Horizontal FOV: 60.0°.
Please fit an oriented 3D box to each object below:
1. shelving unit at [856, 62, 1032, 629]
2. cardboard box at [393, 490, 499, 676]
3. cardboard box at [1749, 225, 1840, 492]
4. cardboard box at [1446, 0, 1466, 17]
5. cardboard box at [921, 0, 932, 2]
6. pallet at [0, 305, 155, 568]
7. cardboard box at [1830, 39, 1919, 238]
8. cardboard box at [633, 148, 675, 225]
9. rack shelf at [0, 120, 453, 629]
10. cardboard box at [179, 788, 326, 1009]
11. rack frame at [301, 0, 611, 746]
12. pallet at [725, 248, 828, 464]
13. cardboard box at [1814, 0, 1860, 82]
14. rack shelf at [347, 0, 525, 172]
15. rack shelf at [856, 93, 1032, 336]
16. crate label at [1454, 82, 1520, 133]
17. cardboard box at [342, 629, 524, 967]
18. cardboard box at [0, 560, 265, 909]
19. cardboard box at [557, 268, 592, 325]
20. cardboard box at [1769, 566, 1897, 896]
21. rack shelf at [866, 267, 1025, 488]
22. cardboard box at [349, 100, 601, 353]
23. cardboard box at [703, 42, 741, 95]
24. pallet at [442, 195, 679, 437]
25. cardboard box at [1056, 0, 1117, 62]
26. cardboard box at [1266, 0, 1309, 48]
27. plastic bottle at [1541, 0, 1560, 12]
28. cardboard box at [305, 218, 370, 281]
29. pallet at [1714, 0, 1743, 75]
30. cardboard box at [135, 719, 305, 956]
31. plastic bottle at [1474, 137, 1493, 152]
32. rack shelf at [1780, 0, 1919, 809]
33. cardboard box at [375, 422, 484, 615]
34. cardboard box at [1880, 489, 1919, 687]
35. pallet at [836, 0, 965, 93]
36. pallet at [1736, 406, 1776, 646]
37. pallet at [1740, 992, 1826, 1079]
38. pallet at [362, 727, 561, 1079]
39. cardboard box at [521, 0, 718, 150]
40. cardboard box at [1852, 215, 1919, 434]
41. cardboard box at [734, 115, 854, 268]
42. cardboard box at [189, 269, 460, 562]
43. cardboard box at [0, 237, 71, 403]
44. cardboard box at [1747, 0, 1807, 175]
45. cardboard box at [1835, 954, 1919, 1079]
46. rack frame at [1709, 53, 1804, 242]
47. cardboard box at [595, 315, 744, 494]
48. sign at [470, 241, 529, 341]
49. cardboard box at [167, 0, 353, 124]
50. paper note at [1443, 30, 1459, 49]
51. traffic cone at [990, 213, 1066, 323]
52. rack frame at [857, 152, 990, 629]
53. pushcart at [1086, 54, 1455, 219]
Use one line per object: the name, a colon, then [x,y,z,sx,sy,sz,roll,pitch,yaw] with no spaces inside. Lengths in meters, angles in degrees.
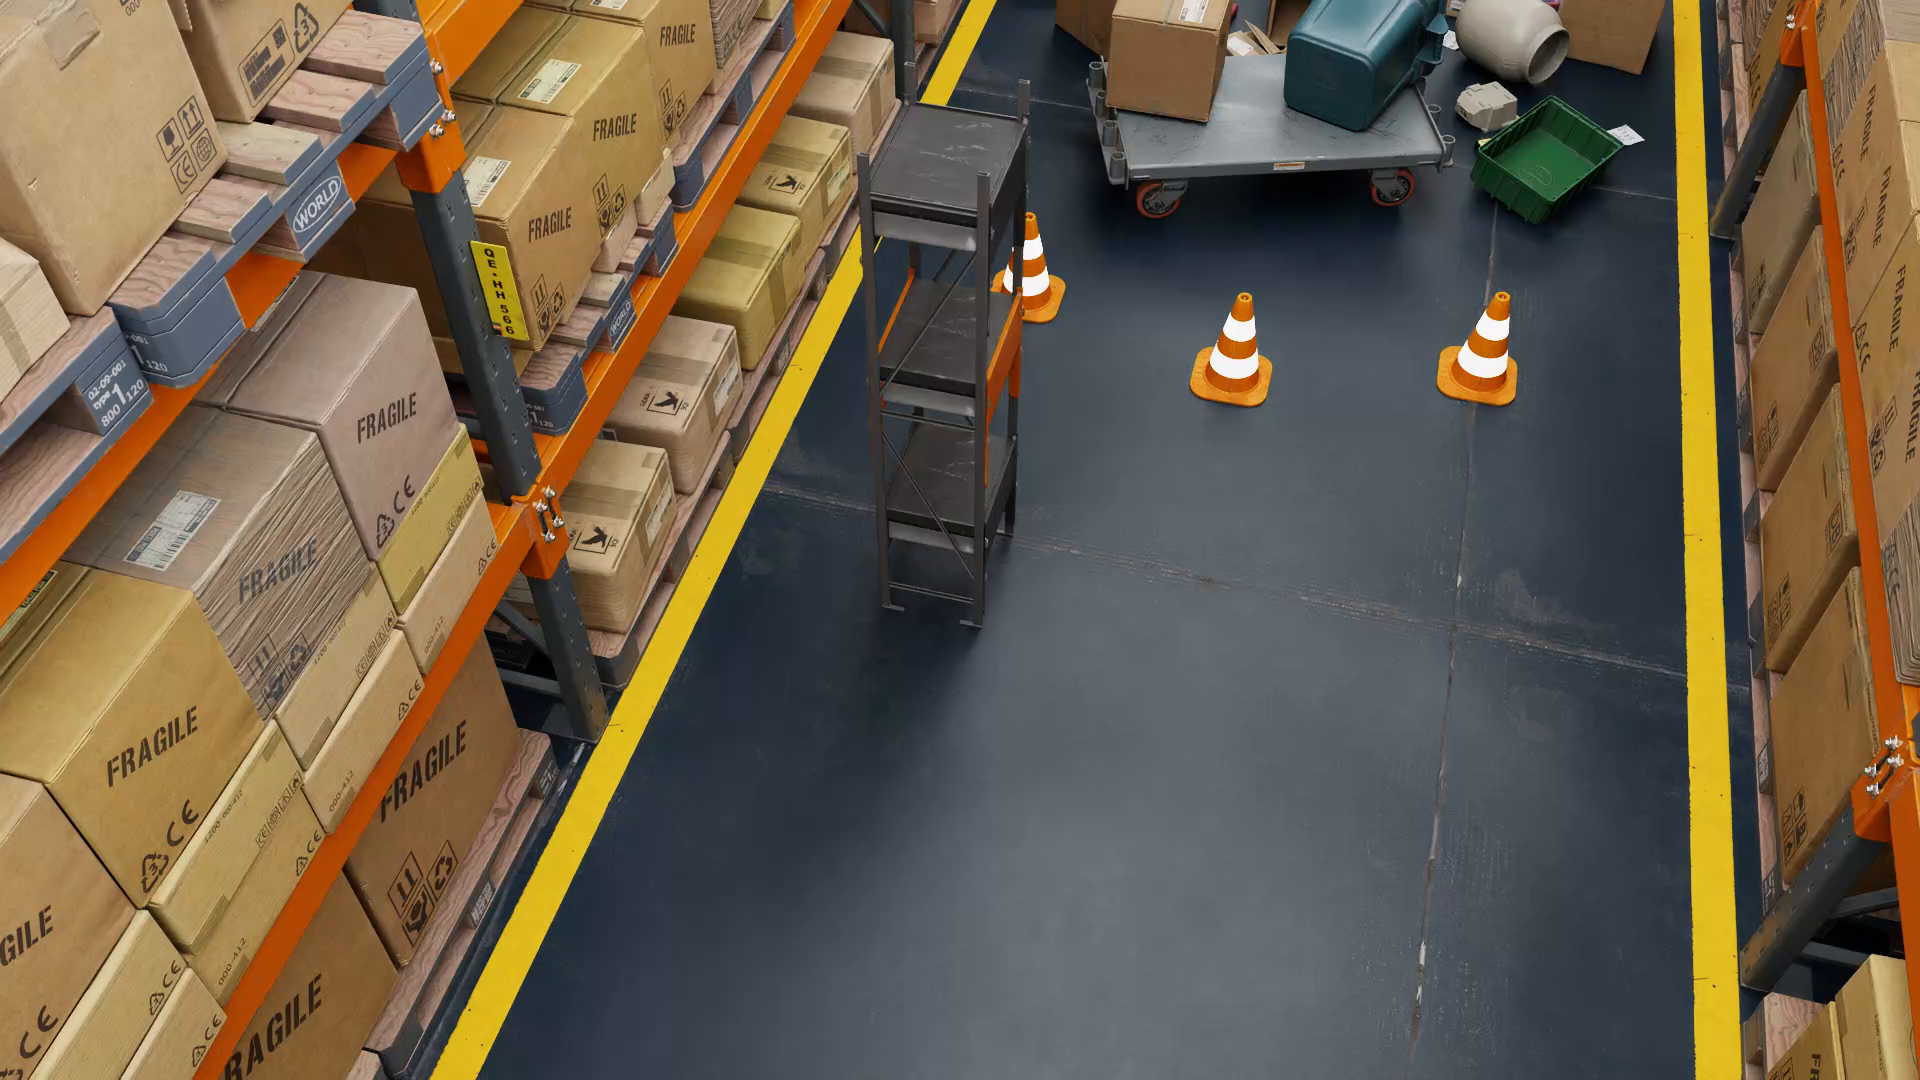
shelving unit: [-0.044,-0.575,5.776,0.431,2.100,0.503,12,50,10]
cardboard box: [-1.659,0.074,4.703,0.500,0.250,0.500,10,49,9]
cardboard box: [3.744,-0.613,6.429,1.050,0.750,0.750,12,50,10]
cardboard box: [2.754,-3.084,9.214,0.396,0.266,0.258,19,51,16]
cardboard box: [-0.308,-3.136,8.490,0.500,0.500,0.500,14,50,12]
pallet: [-2.186,-0.037,2.826,1.003,0.211,1.213,14,50,12]
cardboard box: [3.414,-1.361,5.803,0.500,0.500,0.500,11,50,10]
cardboard box: [-1.196,-1.228,5.640,0.380,0.149,0.250,12,50,10]
rack shelf: [-2.303,0.300,2.883,1.077,0.370,4.000,12,50,10]
cardboard box: [-1.926,0.808,4.055,0.500,0.250,0.500,11,50,10]
rack frame: [-1.776,-0.392,5.014,1.000,3.000,0.127,12,50,10]
pallet: [-1.246,-0.914,7.335,1.003,0.211,1.213,12,50,10]
cardboard box: [3.681,-2.088,6.444,0.500,0.500,0.500,12,50,10]
rack shelf: [-1.250,-2.594,5.436,1.077,0.370,4.000,12,50,10]
rack shelf: [-0.044,-1.029,5.261,0.431,0.518,0.480,12,50,10]
crate label: [2.709,-2.235,8.550,0.298,0.136,0.250,-19,51,-16]
cardboard box: [-2.038,0.655,5.227,0.875,0.875,0.875,11,50,10]
cardboard box: [-1.924,0.400,3.582,0.500,0.500,0.500,12,50,10]
cardboard box: [-1.405,-0.844,5.301,0.380,0.149,0.250,9,49,8]
cardboard box: [3.273,0.694,5.276,1.050,0.750,0.750,11,49,10]
rack shelf: [-0.044,-0.566,5.786,0.431,0.518,0.480,12,50,10]
cardboard box: [-1.435,-0.943,4.955,0.500,0.500,0.500,10,49,9]
cardboard box: [-1.039,-1.806,6.150,0.380,0.149,0.250,13,50,11]
pallet: [-1.691,-0.865,5.560,1.213,0.211,1.003,12,50,10]
cardboard box: [0.871,-2.966,8.951,0.500,0.500,0.500,-27,54,-22]
cardboard box: [2.071,-2.950,8.846,0.797,0.637,0.503,12,50,10]
plastic bottle: [3.180,-2.993,9.269,0.283,0.061,0.133,-4,49,-3]
cardboard box: [-1.925,-1.047,5.047,0.500,0.500,0.500,10,49,9]
pallet: [4.673,-2.879,9.069,1.003,0.211,1.213,12,50,10]
cardboard box: [-1.905,0.638,3.871,0.500,0.250,0.500,10,49,9]
plastic bottle: [2.695,-1.907,8.311,0.133,0.061,0.283,-11,50,-10]
rack shelf: [3.552,-0.697,5.763,1.077,0.370,4.000,12,50,10]
cardboard box: [-1.659,-0.108,4.530,0.500,0.250,0.500,11,50,10]
cardboard box: [2.885,0.099,4.514,0.500,0.500,0.500,12,50,10]
pallet: [-0.581,-2.856,9.048,1.003,0.211,1.213,12,50,10]
pallet: [3.629,-0.001,6.529,1.003,0.211,1.213,12,50,10]
pallet: [2.819,1.999,4.764,1.003,0.211,1.213,12,50,10]
pallet: [-2.056,1.086,5.570,1.003,0.211,1.213,12,50,10]
cardboard box: [-1.171,-1.706,5.629,0.500,0.500,0.500,12,50,11]
cardboard box: [3.150,-0.623,5.151,0.500,0.500,0.500,11,49,9]
cardboard box: [-1.045,-1.655,7.601,0.950,0.372,0.625,14,50,12]
cardboard box: [-1.660,-0.331,4.226,0.500,0.500,0.500,10,49,9]
cardboard box: [-1.801,-0.414,2.843,0.396,0.266,0.258,10,49,9]
cardboard box: [4.312,-2.259,7.799,0.875,0.875,0.875,12,50,11]
cardboard box: [2.611,1.402,4.317,0.500,0.250,0.500,10,49,8]
rack frame: [4.079,-2.382,6.770,1.000,3.000,0.127,12,50,10]
cardboard box: [-1.431,-0.604,6.674,0.950,0.372,0.625,11,49,9]
sign: [-1.240,-0.668,4.486,0.100,0.325,0.005,12,50,10]
cardboard box: [-1.730,-1.256,3.427,0.797,0.503,0.637,9,49,8]
paper note: [2.671,-2.740,9.072,0.172,0.023,0.155,28,54,22]
traffic cone: [0.301,-1.273,7.484,0.336,0.463,0.334,12,50,10]
rack frame: [-0.108,-0.399,5.620,0.400,2.100,0.015,12,50,10]
pushcart: [1.489,-2.004,8.186,1.648,0.377,0.936,-4,49,-3]
